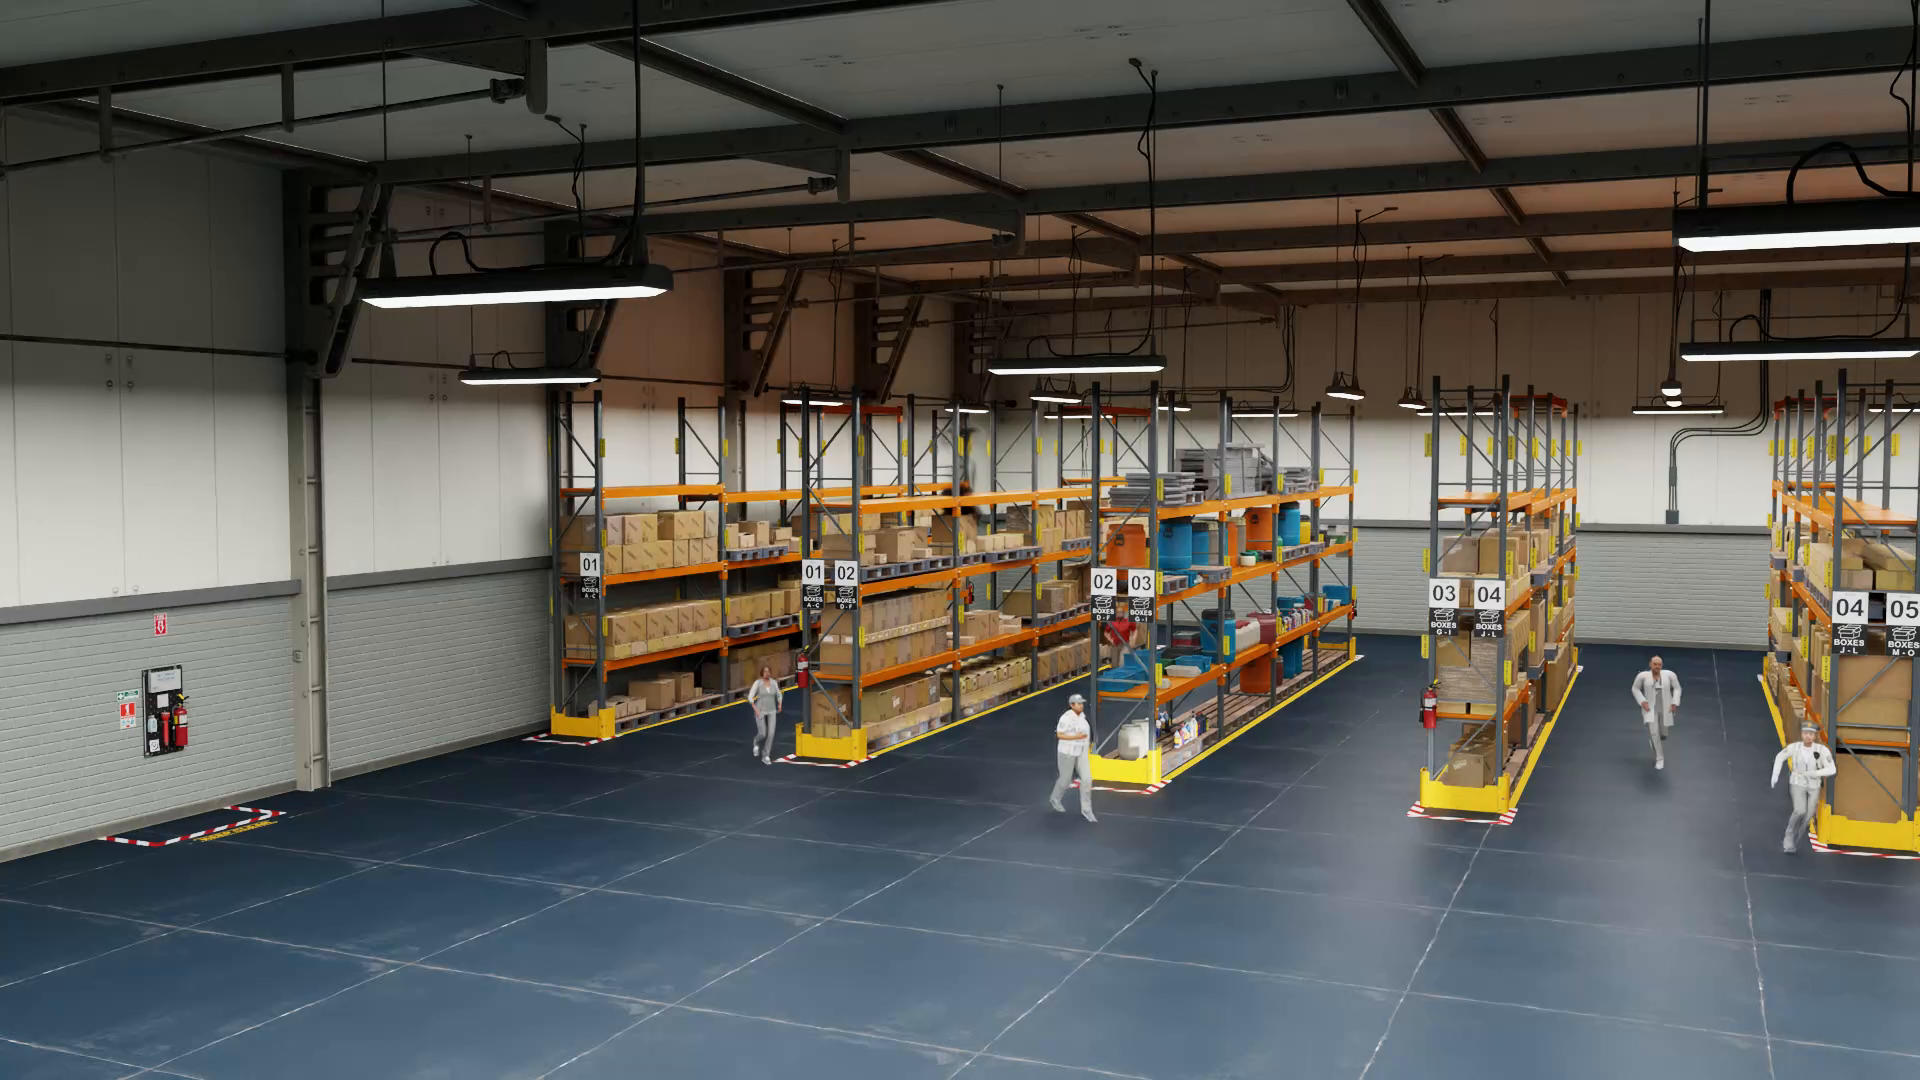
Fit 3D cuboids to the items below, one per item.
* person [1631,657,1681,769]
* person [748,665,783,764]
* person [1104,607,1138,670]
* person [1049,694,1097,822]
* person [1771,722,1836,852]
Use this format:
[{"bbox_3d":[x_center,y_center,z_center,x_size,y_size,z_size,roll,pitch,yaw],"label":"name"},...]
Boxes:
[{"bbox_3d":[11.017,2.705,26.339,0.726,1.761,0.890,1,3,13],"label":"person"},{"bbox_3d":[-3.096,2.766,26.484,0.558,1.574,0.539,-1,3,-24],"label":"person"},{"bbox_3d":[3.325,2.255,34.402,0.688,1.728,0.817,1,3,9],"label":"person"},{"bbox_3d":[1.499,2.934,22.516,0.582,1.716,0.826,-2,4,-38],"label":"person"},{"bbox_3d":[10.387,3.048,20.468,0.670,1.653,0.607,1,3,15],"label":"person"}]
